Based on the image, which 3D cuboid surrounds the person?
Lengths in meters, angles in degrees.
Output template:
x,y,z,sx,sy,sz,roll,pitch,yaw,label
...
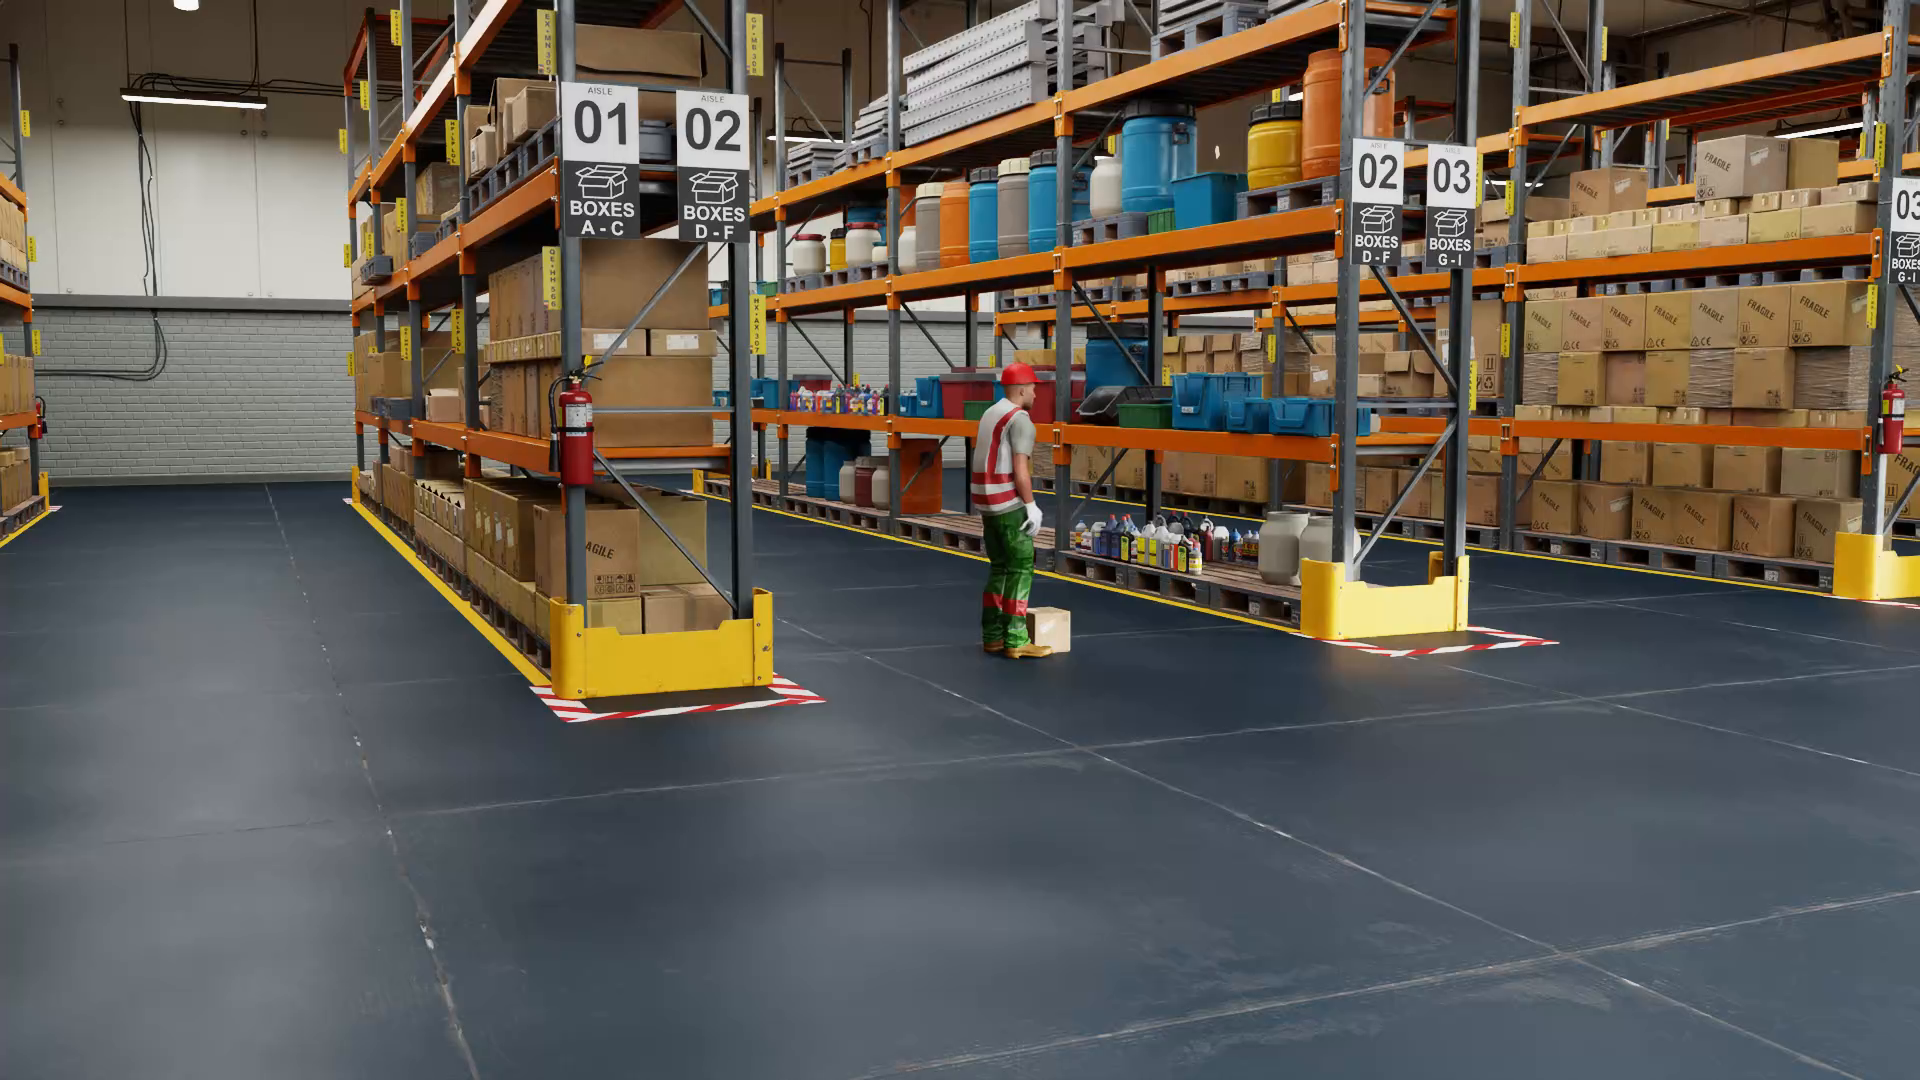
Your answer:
x,y,z,sx,sy,sz,roll,pitch,yaw,label
0.314,-0.190,10.161,0.453,1.779,0.608,-2,6,-24,person
